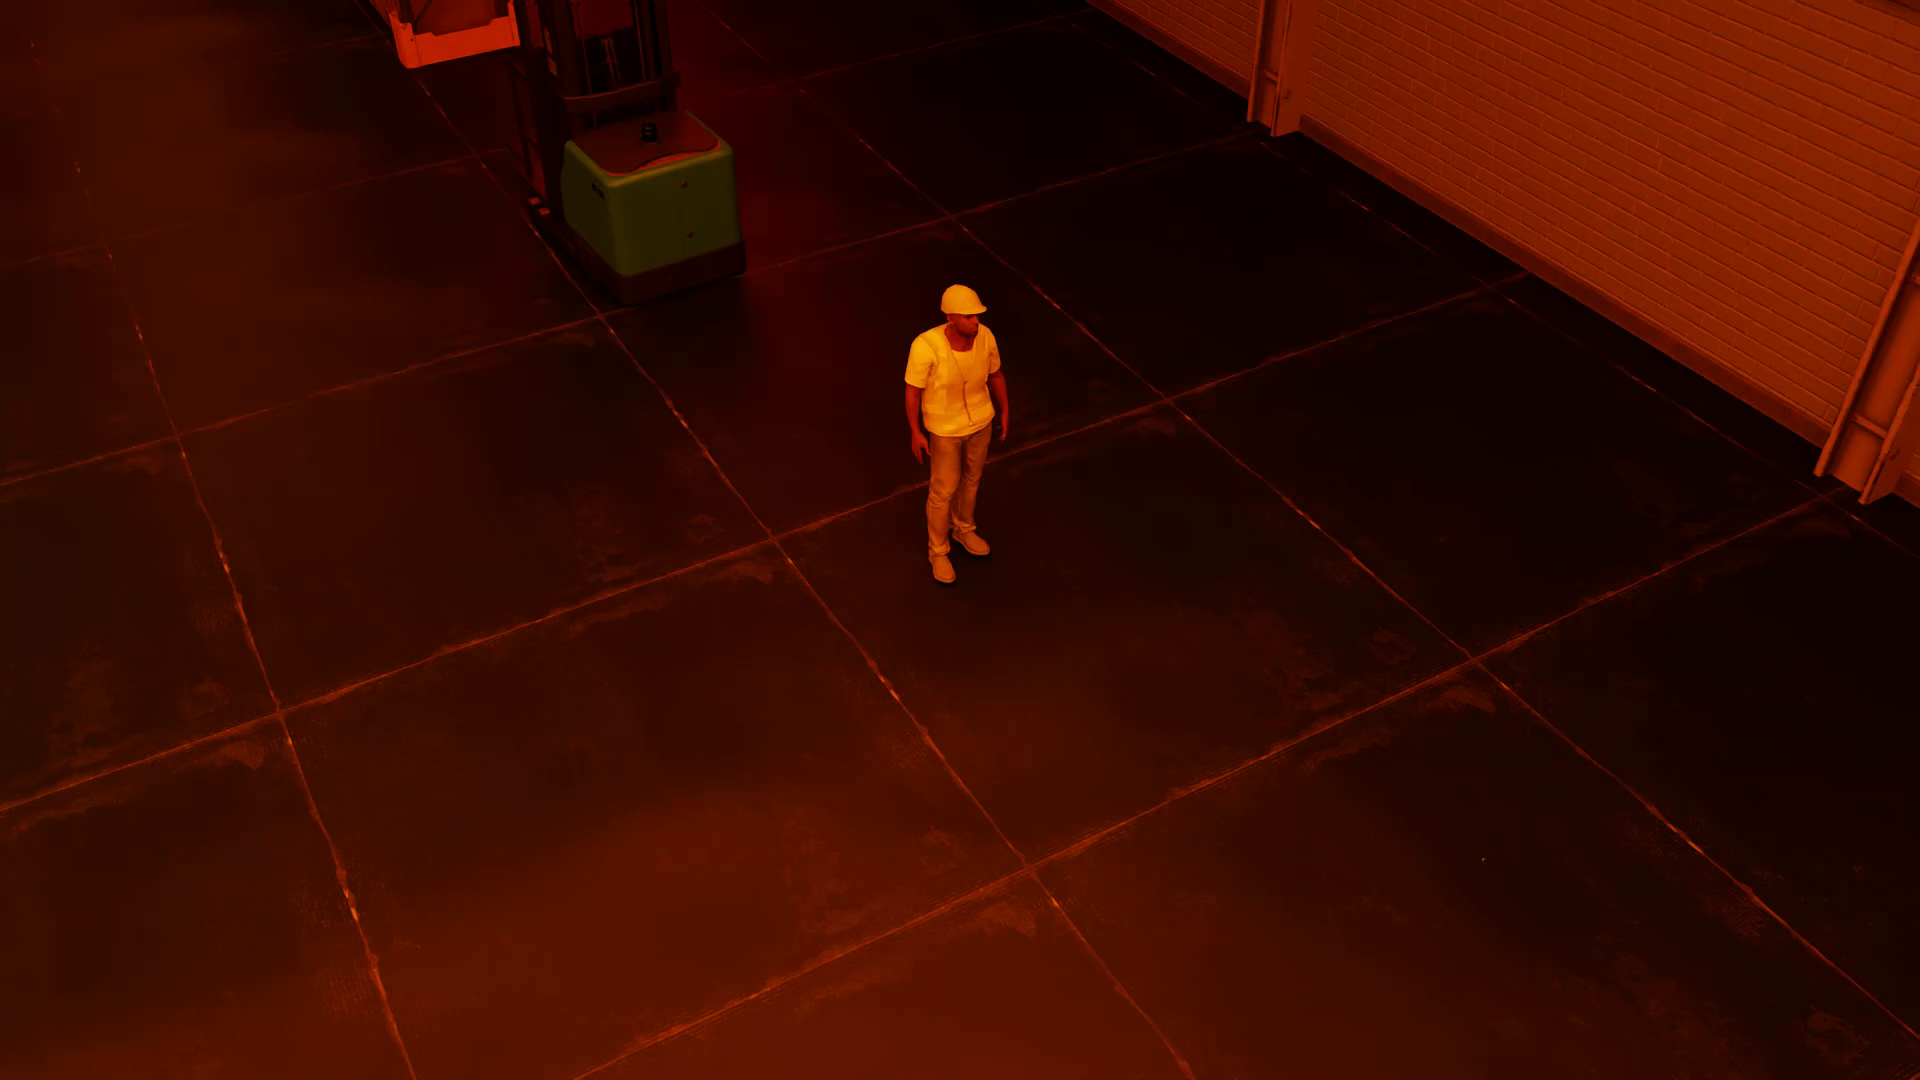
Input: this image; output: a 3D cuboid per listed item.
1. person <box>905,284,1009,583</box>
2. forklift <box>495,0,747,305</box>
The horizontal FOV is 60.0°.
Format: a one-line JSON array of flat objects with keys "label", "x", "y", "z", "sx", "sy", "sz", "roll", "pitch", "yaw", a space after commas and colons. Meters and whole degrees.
[{"label": "person", "x": 0.029, "y": -0.645, "z": 9.715, "sx": 0.665, "sy": 1.765, "sz": 0.577, "roll": -20, "pitch": 44, "yaw": -23}, {"label": "forklift", "x": -2.866, "y": -3.779, "z": 12.592, "sx": 1.130, "sy": 2.935, "sz": 3.031, "roll": -23, "pitch": 45, "yaw": -25}]
